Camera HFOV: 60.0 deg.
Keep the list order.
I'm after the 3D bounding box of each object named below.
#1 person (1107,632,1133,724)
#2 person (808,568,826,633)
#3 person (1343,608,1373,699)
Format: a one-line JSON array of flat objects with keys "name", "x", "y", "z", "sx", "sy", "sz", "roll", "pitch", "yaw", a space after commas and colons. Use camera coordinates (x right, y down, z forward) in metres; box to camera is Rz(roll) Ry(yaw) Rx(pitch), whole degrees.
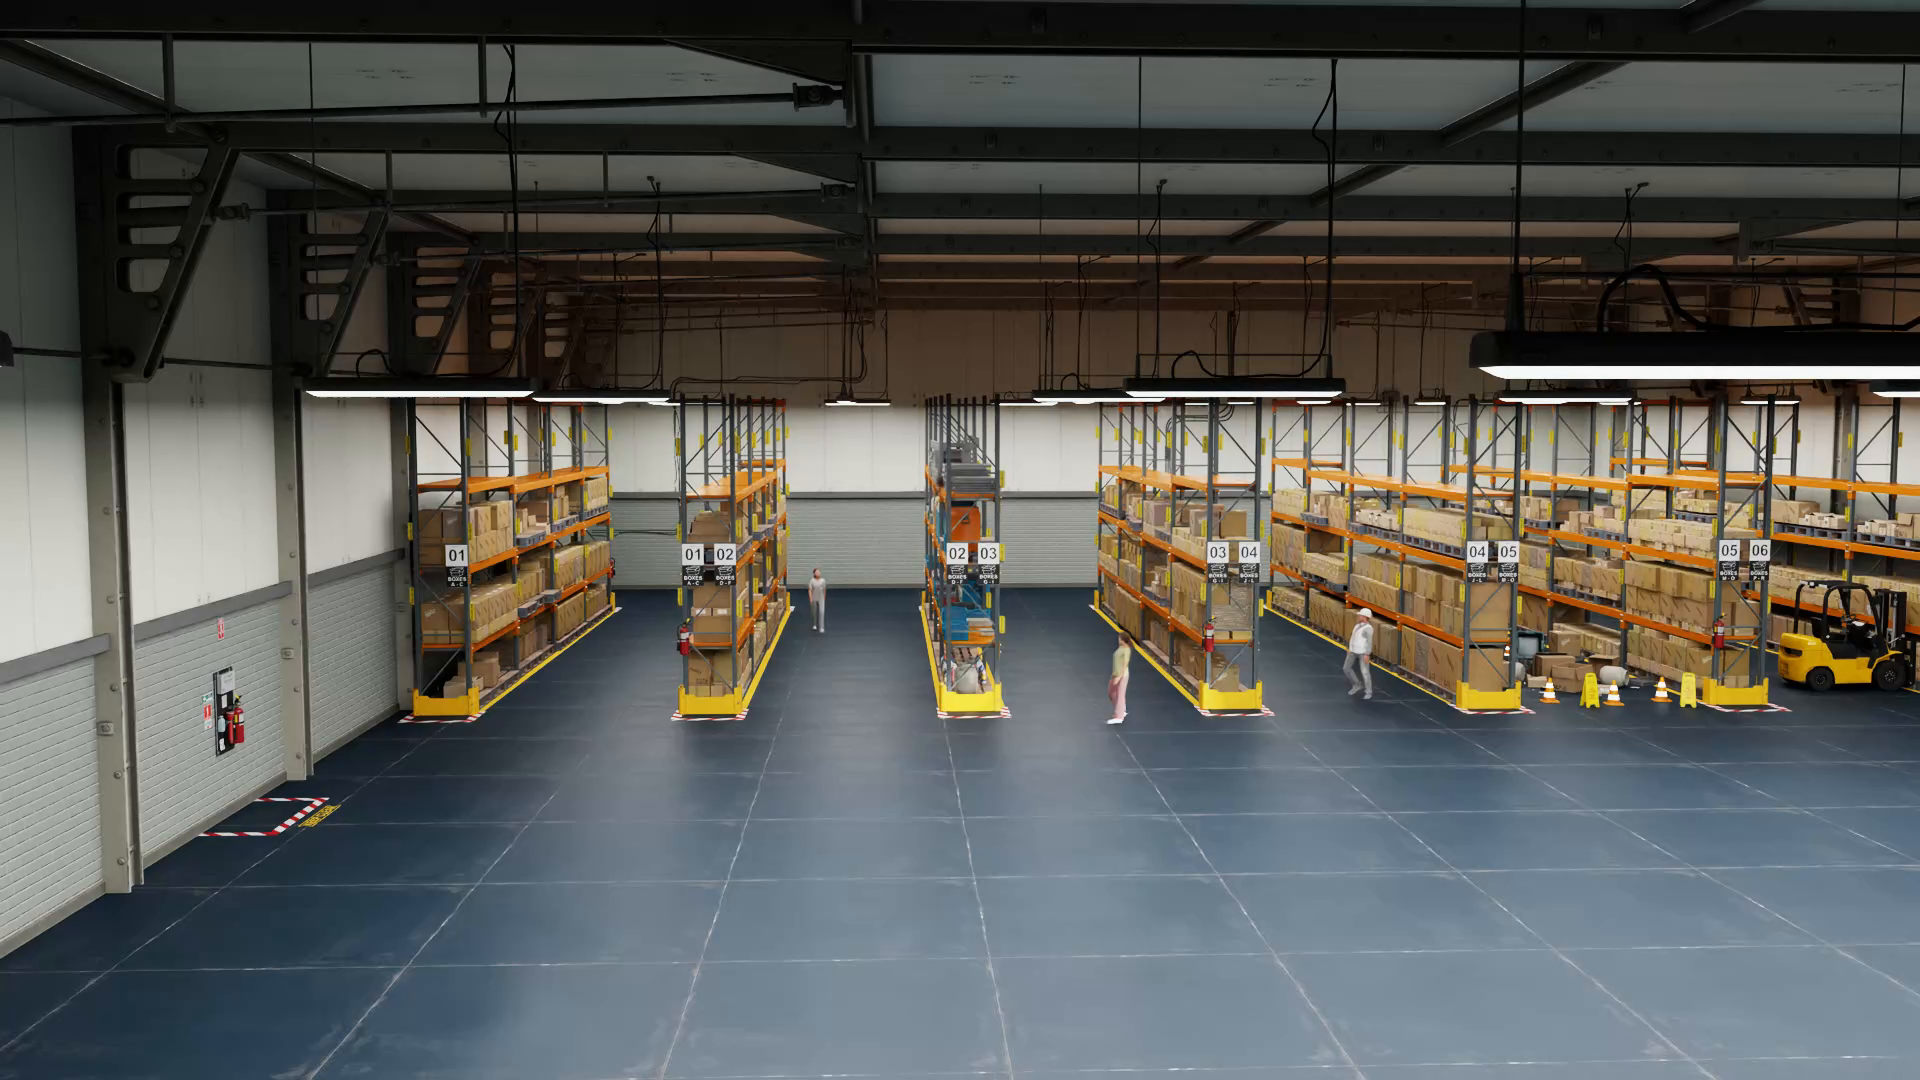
[{"name": "person", "x": 2.882, "y": 2.504, "z": 30.311, "sx": 0.499, "sy": 1.690, "sz": 0.543, "roll": -2, "pitch": 5, "yaw": -20}, {"name": "person", "x": -3.652, "y": 1.534, "z": 42.581, "sx": 0.456, "sy": 1.619, "sz": 0.978, "roll": -1, "pitch": 5, "yaw": -8}, {"name": "person", "x": 7.926, "y": 2.228, "z": 32.908, "sx": 0.403, "sy": 1.770, "sz": 0.645, "roll": -3, "pitch": 5, "yaw": -31}]
